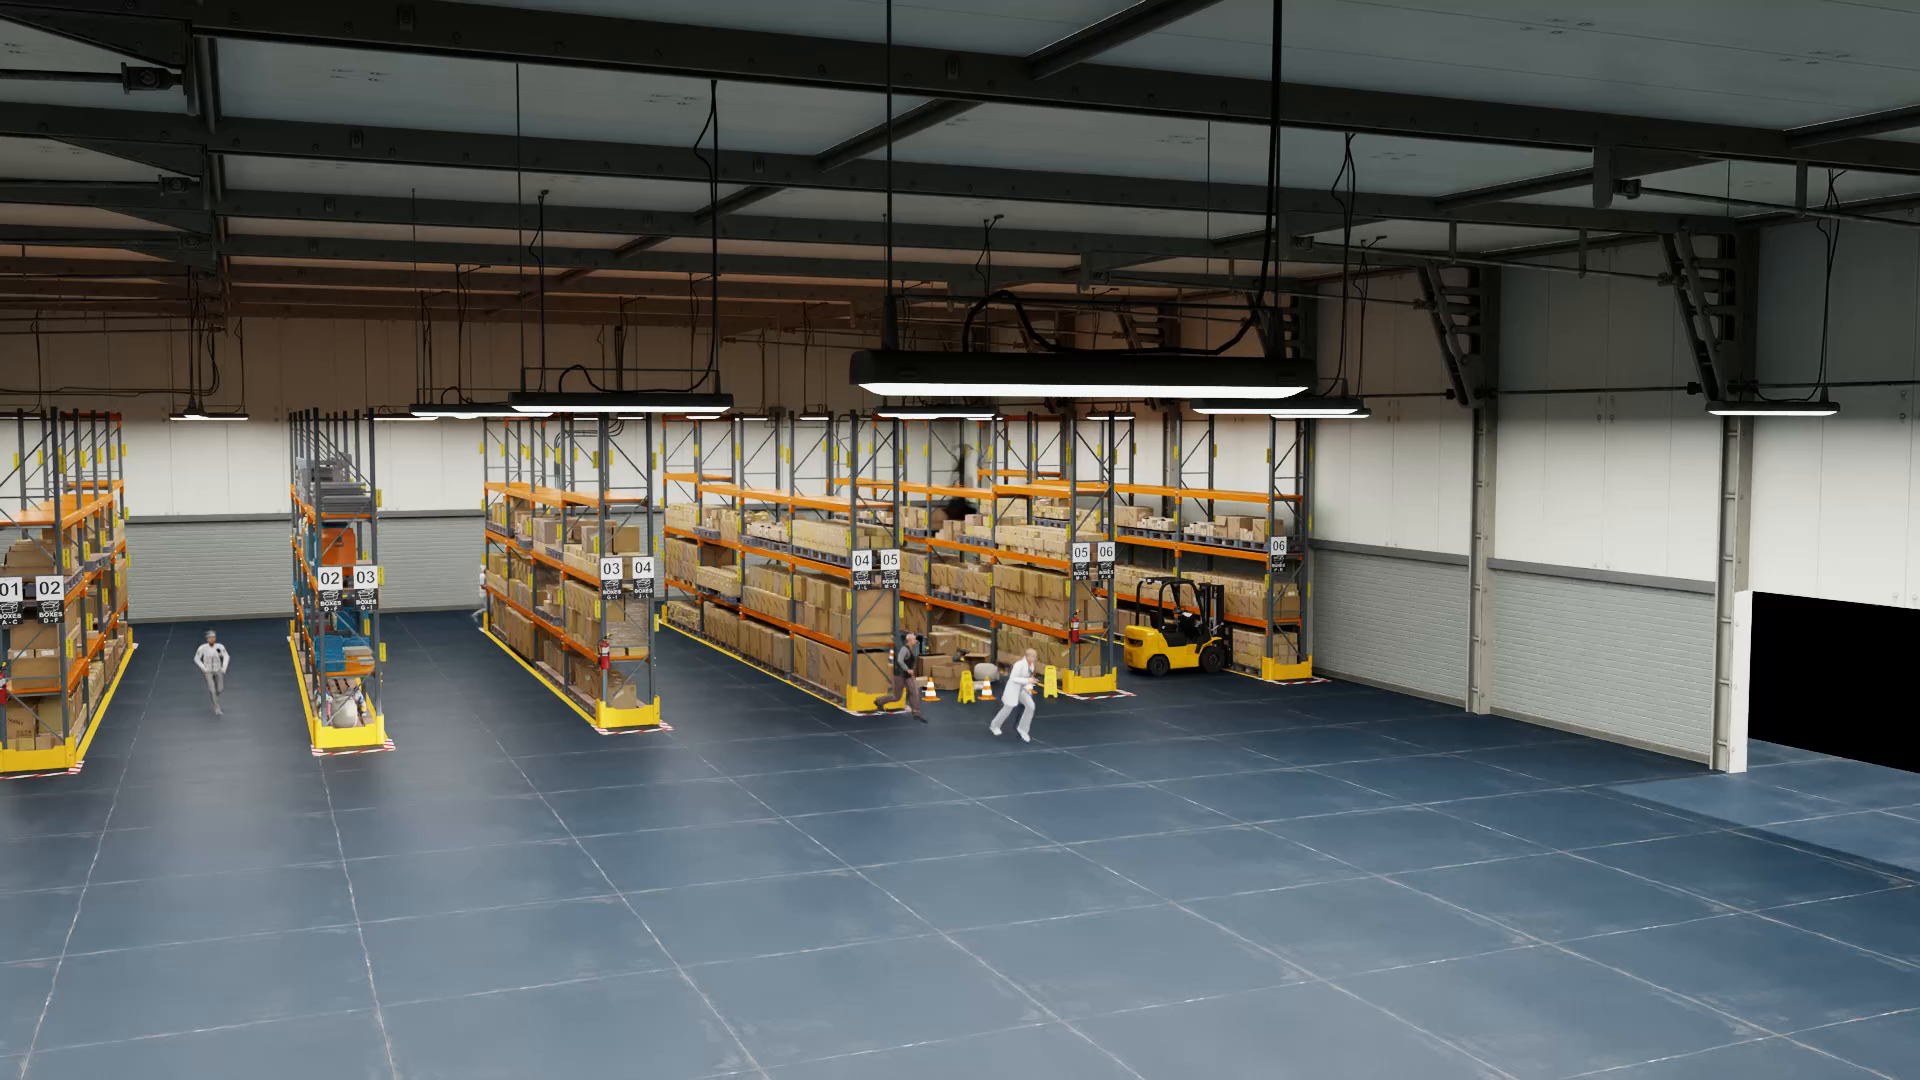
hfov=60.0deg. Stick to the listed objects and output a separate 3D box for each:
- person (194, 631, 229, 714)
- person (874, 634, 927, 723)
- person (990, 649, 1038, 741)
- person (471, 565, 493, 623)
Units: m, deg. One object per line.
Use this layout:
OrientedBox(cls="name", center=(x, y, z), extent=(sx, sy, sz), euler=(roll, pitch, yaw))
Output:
OrientedBox(cls="person", center=(-14.806, 2.601, 32.922), extent=(0.637, 1.659, 0.544), euler=(-2, 5, -30))
OrientedBox(cls="person", center=(-1.138, 2.652, 31.946), extent=(1.065, 1.713, 0.660), euler=(1, 4, 16))
OrientedBox(cls="person", center=(1.006, 2.803, 30.187), extent=(1.072, 1.727, 0.751), euler=(3, 5, 36))
OrientedBox(cls="person", center=(-13.493, 1.560, 47.173), extent=(0.756, 1.738, 0.721), euler=(-1, 4, -17))
